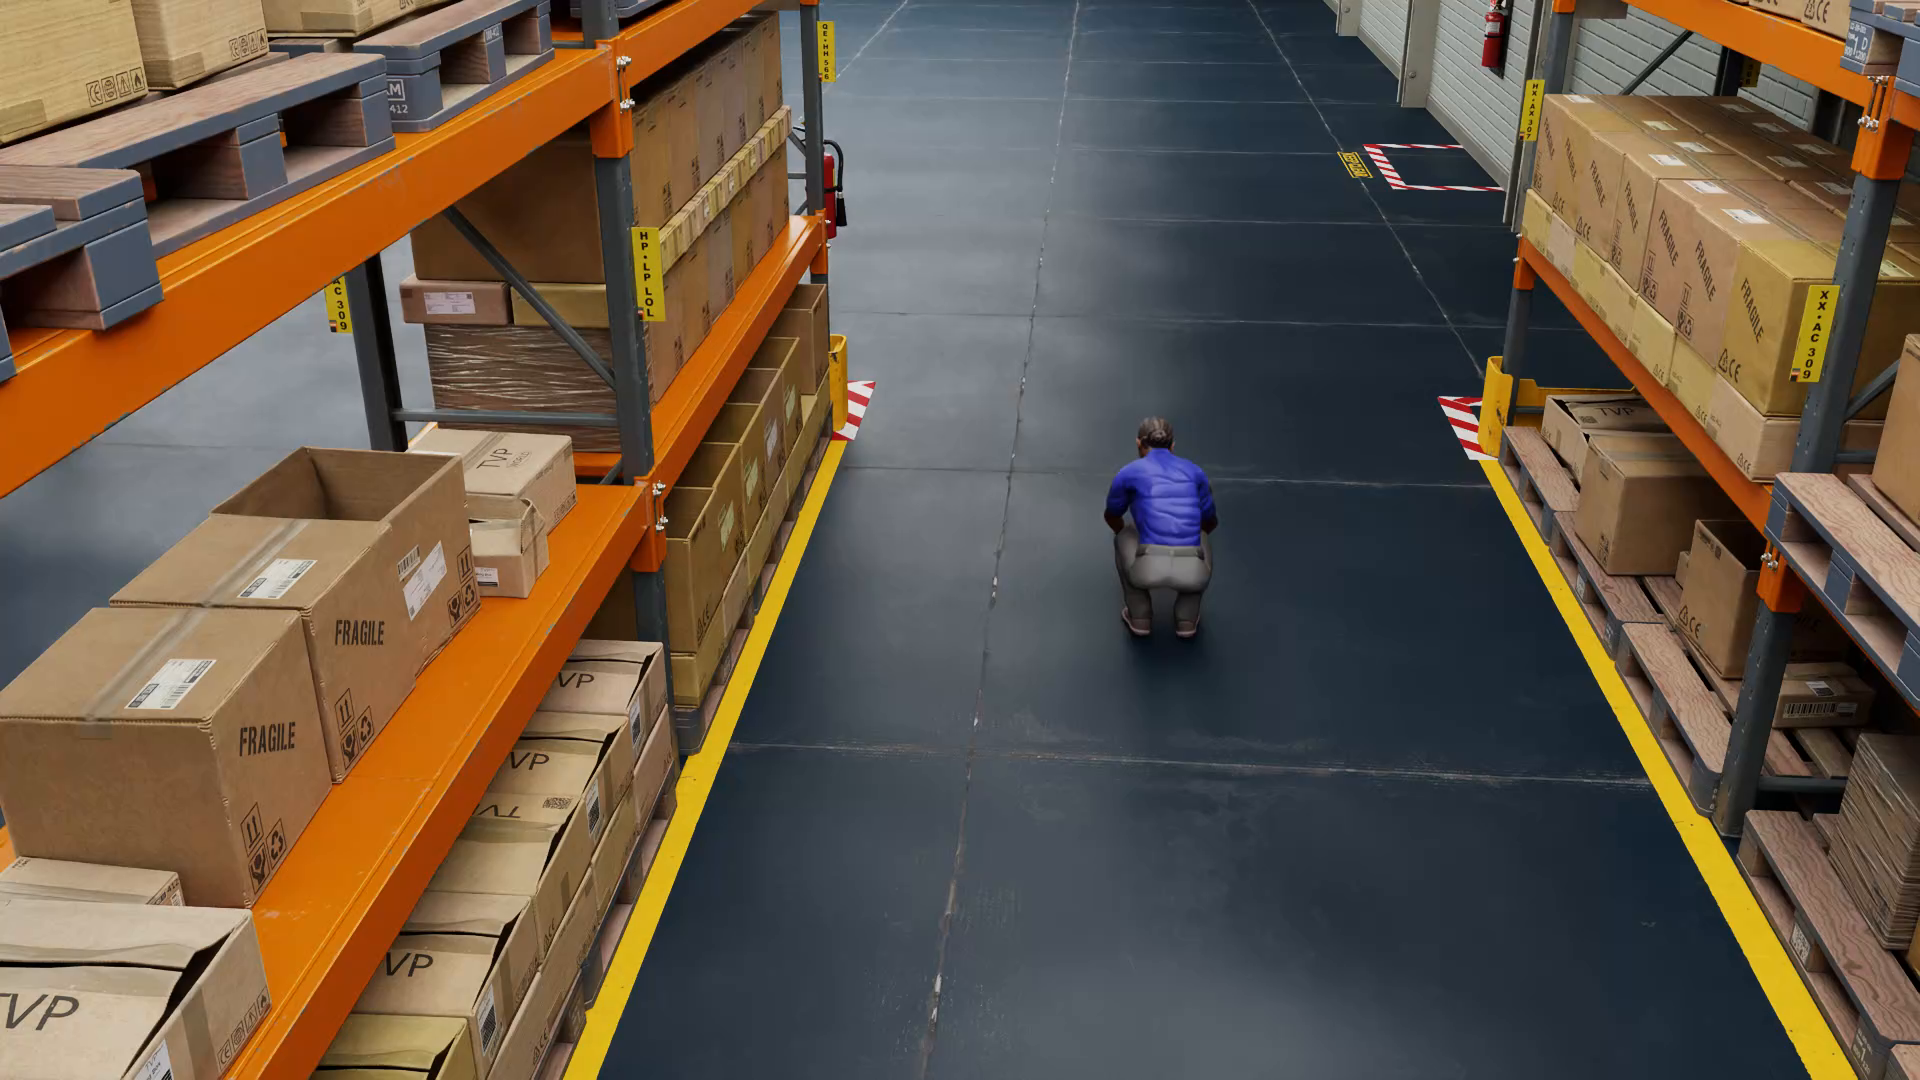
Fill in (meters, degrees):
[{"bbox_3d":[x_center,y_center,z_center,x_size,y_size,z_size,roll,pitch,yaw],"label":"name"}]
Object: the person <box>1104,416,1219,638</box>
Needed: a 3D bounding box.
[{"bbox_3d":[0.932,-0.073,7.673,0.535,0.921,0.685,2,25,4],"label":"person"}]
